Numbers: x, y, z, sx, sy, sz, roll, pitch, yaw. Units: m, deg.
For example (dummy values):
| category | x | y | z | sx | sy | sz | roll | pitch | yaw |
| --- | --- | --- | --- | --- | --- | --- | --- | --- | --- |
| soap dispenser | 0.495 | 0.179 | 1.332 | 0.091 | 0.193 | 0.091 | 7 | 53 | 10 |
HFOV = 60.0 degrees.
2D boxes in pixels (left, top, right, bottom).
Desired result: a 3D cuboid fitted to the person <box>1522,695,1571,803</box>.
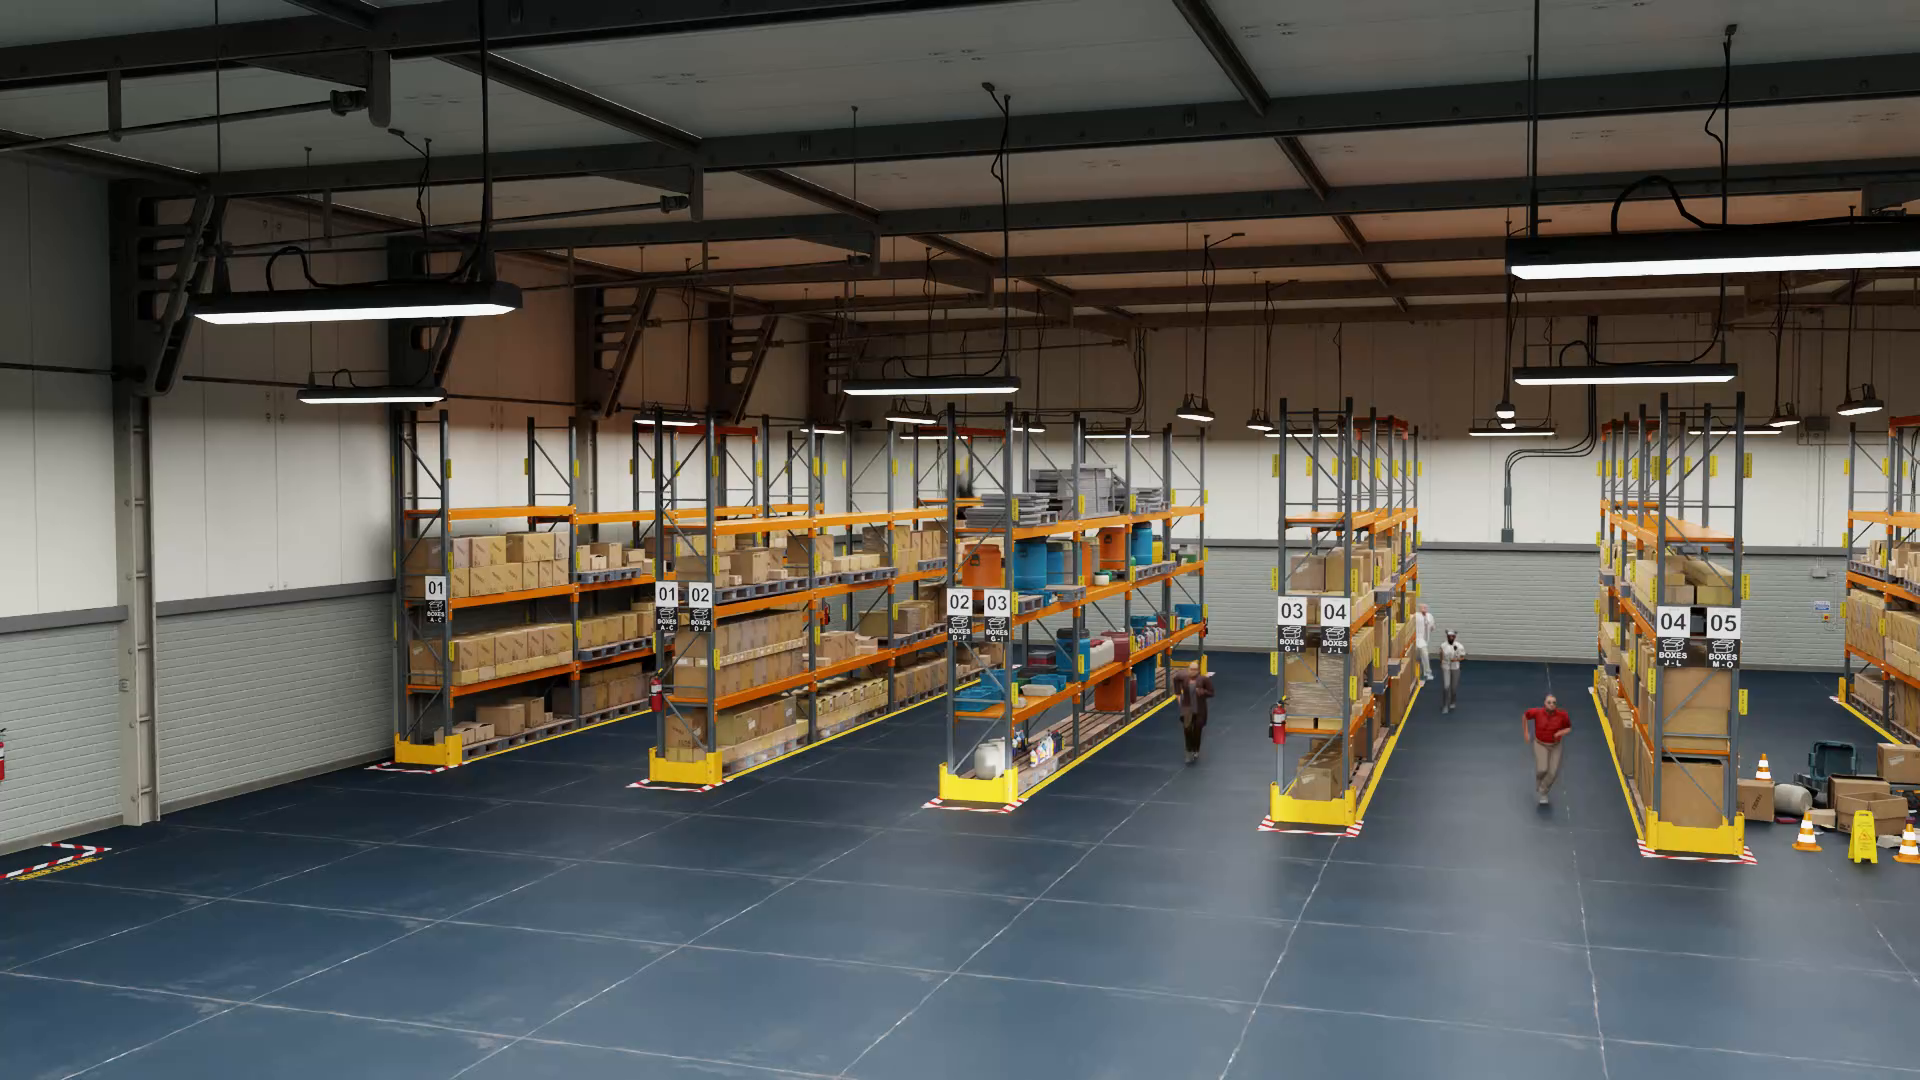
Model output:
| category | x | y | z | sx | sy | sz | roll | pitch | yaw |
| --- | --- | --- | --- | --- | --- | --- | --- | --- | --- |
| person | 8.765 | 3.118 | 24.812 | 0.648 | 1.649 | 0.744 | 0 | 2 | 7 |

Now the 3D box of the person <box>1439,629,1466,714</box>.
| category | x | y | z | sx | sy | sz | roll | pitch | yaw |
| --- | --- | --- | --- | --- | --- | --- | --- | --- | --- |
| person | 10.131 | 2.695 | 34.228 | 0.555 | 1.758 | 0.743 | 1 | 3 | 20 |

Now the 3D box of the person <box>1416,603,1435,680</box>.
| category | x | y | z | sx | sy | sz | roll | pitch | yaw |
| --- | --- | --- | --- | --- | --- | --- | --- | --- | --- |
| person | 11.039 | 2.466 | 39.900 | 0.650 | 1.756 | 1.133 | -1 | 3 | -31 |

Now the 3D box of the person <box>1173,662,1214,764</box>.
| category | x | y | z | sx | sy | sz | roll | pitch | yaw |
| --- | --- | --- | --- | --- | --- | --- | --- | --- | --- |
| person | 3.962 | 2.917 | 28.225 | 0.691 | 1.733 | 0.986 | 0 | 2 | 8 |
